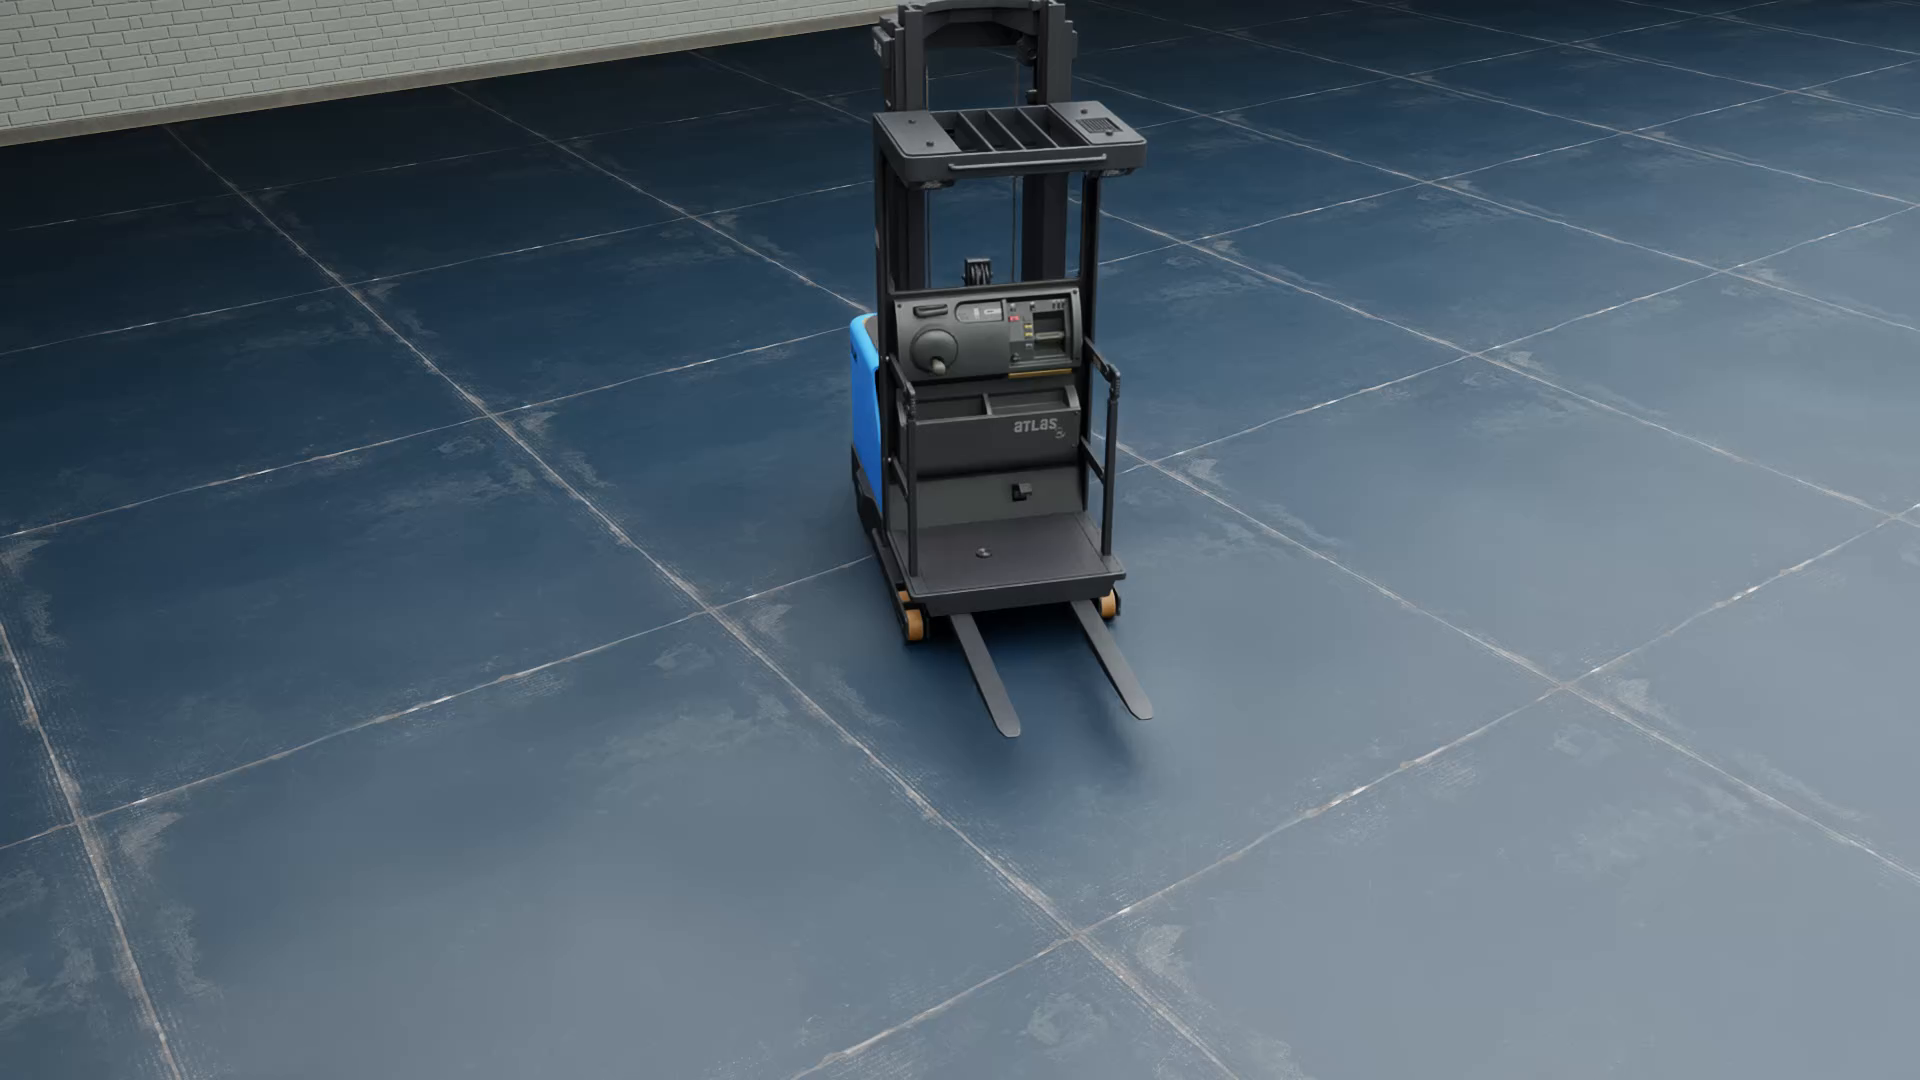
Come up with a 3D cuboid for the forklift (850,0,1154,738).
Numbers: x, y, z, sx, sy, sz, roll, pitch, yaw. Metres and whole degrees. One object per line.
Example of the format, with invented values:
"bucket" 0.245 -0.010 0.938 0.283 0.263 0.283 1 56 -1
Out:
"forklift" 0.192 -0.976 7.977 1.130 2.935 3.031 -6 29 -11
